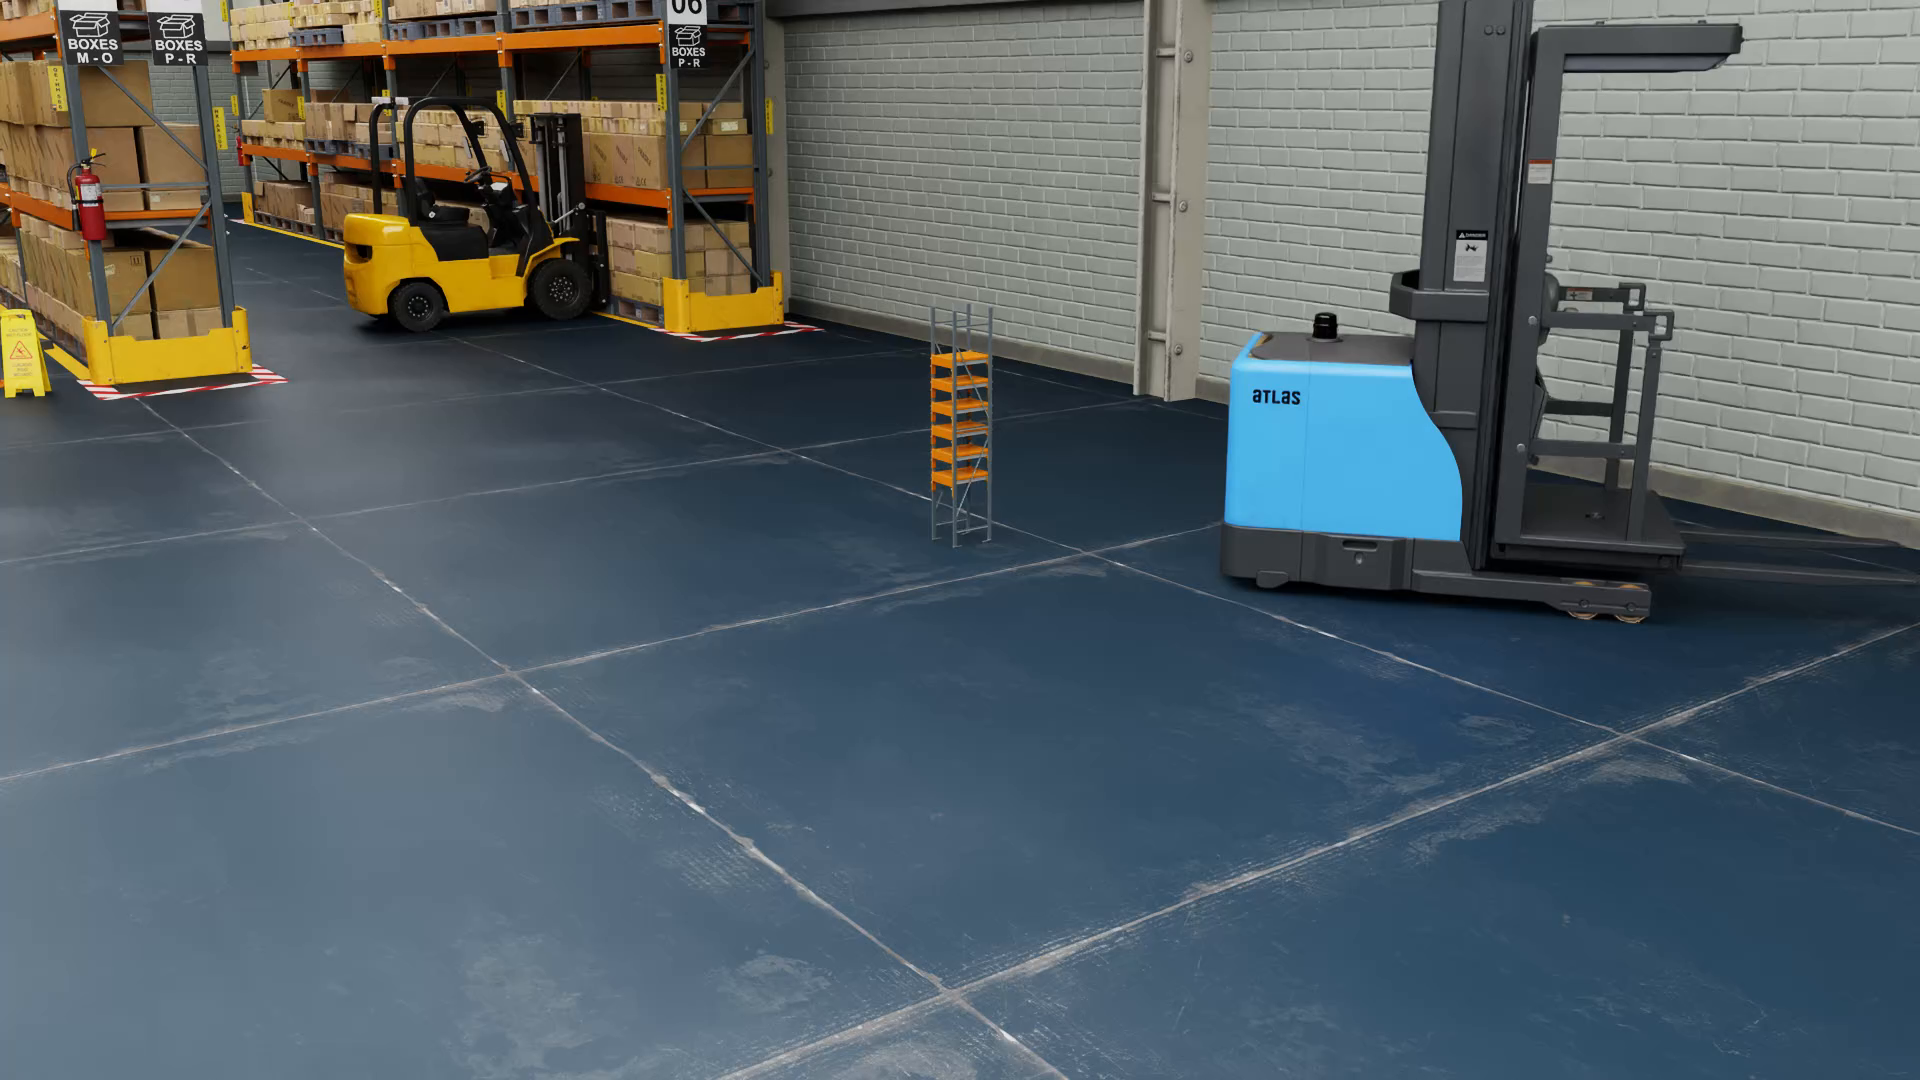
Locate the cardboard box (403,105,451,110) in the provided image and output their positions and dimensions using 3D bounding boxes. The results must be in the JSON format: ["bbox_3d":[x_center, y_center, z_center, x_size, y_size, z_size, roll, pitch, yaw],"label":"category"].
[{"bbox_3d":[-7.176,-5.623,22.453,0.500,0.500,0.500,-10,18,-32],"label":"cardboard box"}]

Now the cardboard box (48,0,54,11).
[{"bbox_3d":[-6.745,-4.117,12.729,0.380,0.149,0.250,-11,19,-34],"label":"cardboard box"}]

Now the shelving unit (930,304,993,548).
[{"bbox_3d":[0.009,-0.576,8.406,0.258,1.200,0.189,-11,19,-35],"label":"shelving unit"}]

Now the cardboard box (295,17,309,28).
[{"bbox_3d":[-9.374,-7.482,24.041,0.380,0.149,0.250,-11,19,-34],"label":"cardboard box"}]

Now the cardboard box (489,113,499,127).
[{"bbox_3d":[-5.195,-4.836,19.144,0.380,0.149,0.250,-11,19,-35],"label":"cardboard box"}]

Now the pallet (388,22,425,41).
[{"bbox_3d":[-6.529,-6.463,21.182,1.213,0.211,1.003,-10,18,-32],"label":"pallet"}]

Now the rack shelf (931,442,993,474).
[{"bbox_3d":[0.009,-0.417,8.450,0.258,0.103,0.180,-11,19,-35],"label":"rack shelf"}]

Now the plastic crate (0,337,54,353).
[{"bbox_3d":[-8.401,-1.742,14.789,0.583,0.080,0.402,10,18,33],"label":"plastic crate"}]

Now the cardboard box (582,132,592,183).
[{"bbox_3d":[-3.702,-3.969,17.208,0.500,0.500,0.500,-11,19,-34],"label":"cardboard box"}]

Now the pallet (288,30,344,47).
[{"bbox_3d":[-9.025,-7.298,24.233,1.213,0.211,1.003,-11,19,-35],"label":"pallet"}]

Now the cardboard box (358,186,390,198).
[{"bbox_3d":[-8.356,-4.962,23.733,0.380,0.149,0.250,-11,19,-34],"label":"cardboard box"}]

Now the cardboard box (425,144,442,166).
[{"bbox_3d":[-6.337,-4.816,20.774,0.500,0.250,0.500,-12,19,-36],"label":"cardboard box"}]

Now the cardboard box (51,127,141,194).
[{"bbox_3d":[-6.851,-3.023,13.187,0.500,0.500,0.500,-11,19,-36],"label":"cardboard box"}]

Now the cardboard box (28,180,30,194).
[{"bbox_3d":[-8.247,-3.218,15.128,0.380,0.149,0.250,-10,18,-33],"label":"cardboard box"}]

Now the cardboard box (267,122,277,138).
[{"bbox_3d":[-10.740,-6.557,26.573,0.500,0.250,0.500,-11,19,-36],"label":"cardboard box"}]

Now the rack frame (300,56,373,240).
[{"bbox_3d":[-9.352,-6.092,25.152,1.000,3.000,0.127,-11,19,-35],"label":"rack frame"}]

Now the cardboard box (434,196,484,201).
[{"bbox_3d":[-6.645,-4.160,21.795,0.875,0.625,0.625,-10,18,-33],"label":"cardboard box"}]

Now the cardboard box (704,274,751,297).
[{"bbox_3d":[-2.427,-2.541,16.592,0.500,0.250,0.500,-11,19,-34],"label":"cardboard box"}]

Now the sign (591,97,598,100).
[{"bbox_3d":[-4.200,-4.926,19.102,0.100,0.325,0.005,-11,19,-35],"label":"sign"}]

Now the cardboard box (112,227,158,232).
[{"bbox_3d":[-7.796,-2.658,15.596,0.500,0.500,0.500,-10,18,-34],"label":"cardboard box"}]

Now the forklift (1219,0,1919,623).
[{"bbox_3d":[2.789,-1.207,7.434,3.031,2.935,1.130,4,16,15],"label":"forklift"}]

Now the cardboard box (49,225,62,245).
[{"bbox_3d":[-7.560,-2.619,14.225,0.380,0.149,0.250,-10,18,-32],"label":"cardboard box"}]

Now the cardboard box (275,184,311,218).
[{"bbox_3d":[-10.720,-5.481,26.859,0.500,0.500,0.500,-10,18,-34],"label":"cardboard box"}]

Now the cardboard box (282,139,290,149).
[{"bbox_3d":[-10.392,-6.214,26.074,0.380,0.149,0.250,-11,19,-35],"label":"cardboard box"}]

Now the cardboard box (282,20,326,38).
[{"bbox_3d":[-9.838,-7.674,24.971,0.500,0.250,0.500,-11,19,-34],"label":"cardboard box"}]

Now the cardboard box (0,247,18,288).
[{"bbox_3d":[-9.807,-2.960,17.893,0.950,0.372,0.625,-10,18,-33],"label":"cardboard box"}]

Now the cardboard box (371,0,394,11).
[{"bbox_3d":[-7.442,-6.976,21.664,0.380,0.149,0.250,-10,18,-33],"label":"cardboard box"}]

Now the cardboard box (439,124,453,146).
[{"bbox_3d":[-6.030,-4.947,20.307,0.500,0.250,0.500,-11,19,-34],"label":"cardboard box"}]

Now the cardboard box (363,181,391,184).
[{"bbox_3d":[-8.743,-5.313,25.015,0.380,0.149,0.250,-11,19,-35],"label":"cardboard box"}]

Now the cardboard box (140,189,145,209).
[{"bbox_3d":[-6.502,-2.794,13.577,0.380,0.149,0.250,-11,19,-34],"label":"cardboard box"}]

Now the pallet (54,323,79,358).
[{"bbox_3d":[-7.516,-1.869,15.005,1.003,0.211,1.213,-11,19,-35],"label":"pallet"}]

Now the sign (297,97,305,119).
[{"bbox_3d":[-9.787,-6.424,24.724,0.100,0.325,0.005,-11,19,-35],"label":"sign"}]

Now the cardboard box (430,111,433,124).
[{"bbox_3d":[-6.385,-5.275,20.748,0.380,0.149,0.250,-11,19,-34],"label":"cardboard box"}]

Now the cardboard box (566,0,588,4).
[{"bbox_3d":[-3.588,-5.699,16.853,0.797,0.503,0.637,-10,18,-33],"label":"cardboard box"}]

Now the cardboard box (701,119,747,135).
[{"bbox_3d":[-2.286,-4.003,16.103,0.380,0.149,0.250,-11,19,-36],"label":"cardboard box"}]

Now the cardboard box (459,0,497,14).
[{"bbox_3d":[-5.541,-6.148,19.165,0.380,0.149,0.250,-11,19,-35],"label":"cardboard box"}]

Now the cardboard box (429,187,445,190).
[{"bbox_3d":[-7.485,-4.881,23.440,0.380,0.149,0.250,-12,19,-37],"label":"cardboard box"}]

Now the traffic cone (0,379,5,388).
[{"bbox_3d":[-7.606,-1.426,12.911,0.336,0.463,0.334,-11,19,-35],"label":"traffic cone"}]

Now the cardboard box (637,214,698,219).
[{"bbox_3d":[-3.008,-3.235,17.232,0.500,0.250,0.500,-11,19,-35],"label":"cardboard box"}]

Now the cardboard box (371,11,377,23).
[{"bbox_3d":[-7.540,-6.901,21.956,0.380,0.149,0.250,-11,19,-36],"label":"cardboard box"}]

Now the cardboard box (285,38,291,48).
[{"bbox_3d":[-9.944,-7.501,25.095,0.380,0.149,0.250,-11,19,-35],"label":"cardboard box"}]

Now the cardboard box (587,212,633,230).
[{"bbox_3d":[-3.721,-3.262,17.331,0.500,0.250,0.500,-11,19,-36],"label":"cardboard box"}]

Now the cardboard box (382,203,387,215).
[{"bbox_3d":[-7.709,-4.400,22.911,0.500,0.500,0.500,-11,19,-35],"label":"cardboard box"}]

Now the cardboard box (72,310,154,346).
[{"bbox_3d":[-7.016,-1.771,13.777,0.500,0.250,0.500,-11,19,-35],"label":"cardboard box"}]

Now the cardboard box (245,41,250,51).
[{"bbox_3d":[-11.329,-7.989,26.878,0.380,0.149,0.250,-10,18,-33],"label":"cardboard box"}]

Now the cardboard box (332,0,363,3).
[{"bbox_3d":[-8.934,-7.906,24.240,0.396,0.266,0.258,-11,19,-35],"label":"cardboard box"}]

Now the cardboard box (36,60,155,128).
[{"bbox_3d":[-6.786,-3.508,13.063,0.700,0.500,0.500,-11,19,-36],"label":"cardboard box"}]

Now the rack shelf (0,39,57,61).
[{"bbox_3d":[-9.837,-5.139,17.352,1.077,0.370,4.000,-11,19,-35],"label":"rack shelf"}]

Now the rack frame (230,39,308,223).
[{"bbox_3d":[-11.704,-6.946,28.273,1.000,3.000,0.127,-11,19,-35],"label":"rack frame"}]

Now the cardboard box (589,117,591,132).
[{"bbox_3d":[-3.575,-4.259,17.036,0.380,0.149,0.250,-11,19,-35],"label":"cardboard box"}]

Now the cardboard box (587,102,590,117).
[{"bbox_3d":[-3.584,-4.405,17.005,0.380,0.149,0.250,-11,19,-34],"label":"cardboard box"}]

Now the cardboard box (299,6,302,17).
[{"bbox_3d":[-9.317,-7.634,24.032,0.380,0.149,0.250,-11,18,-34],"label":"cardboard box"}]

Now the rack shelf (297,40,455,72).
[{"bbox_3d":[-8.176,-6.765,23.291,1.077,0.370,4.000,-11,19,-35],"label":"rack shelf"}]
